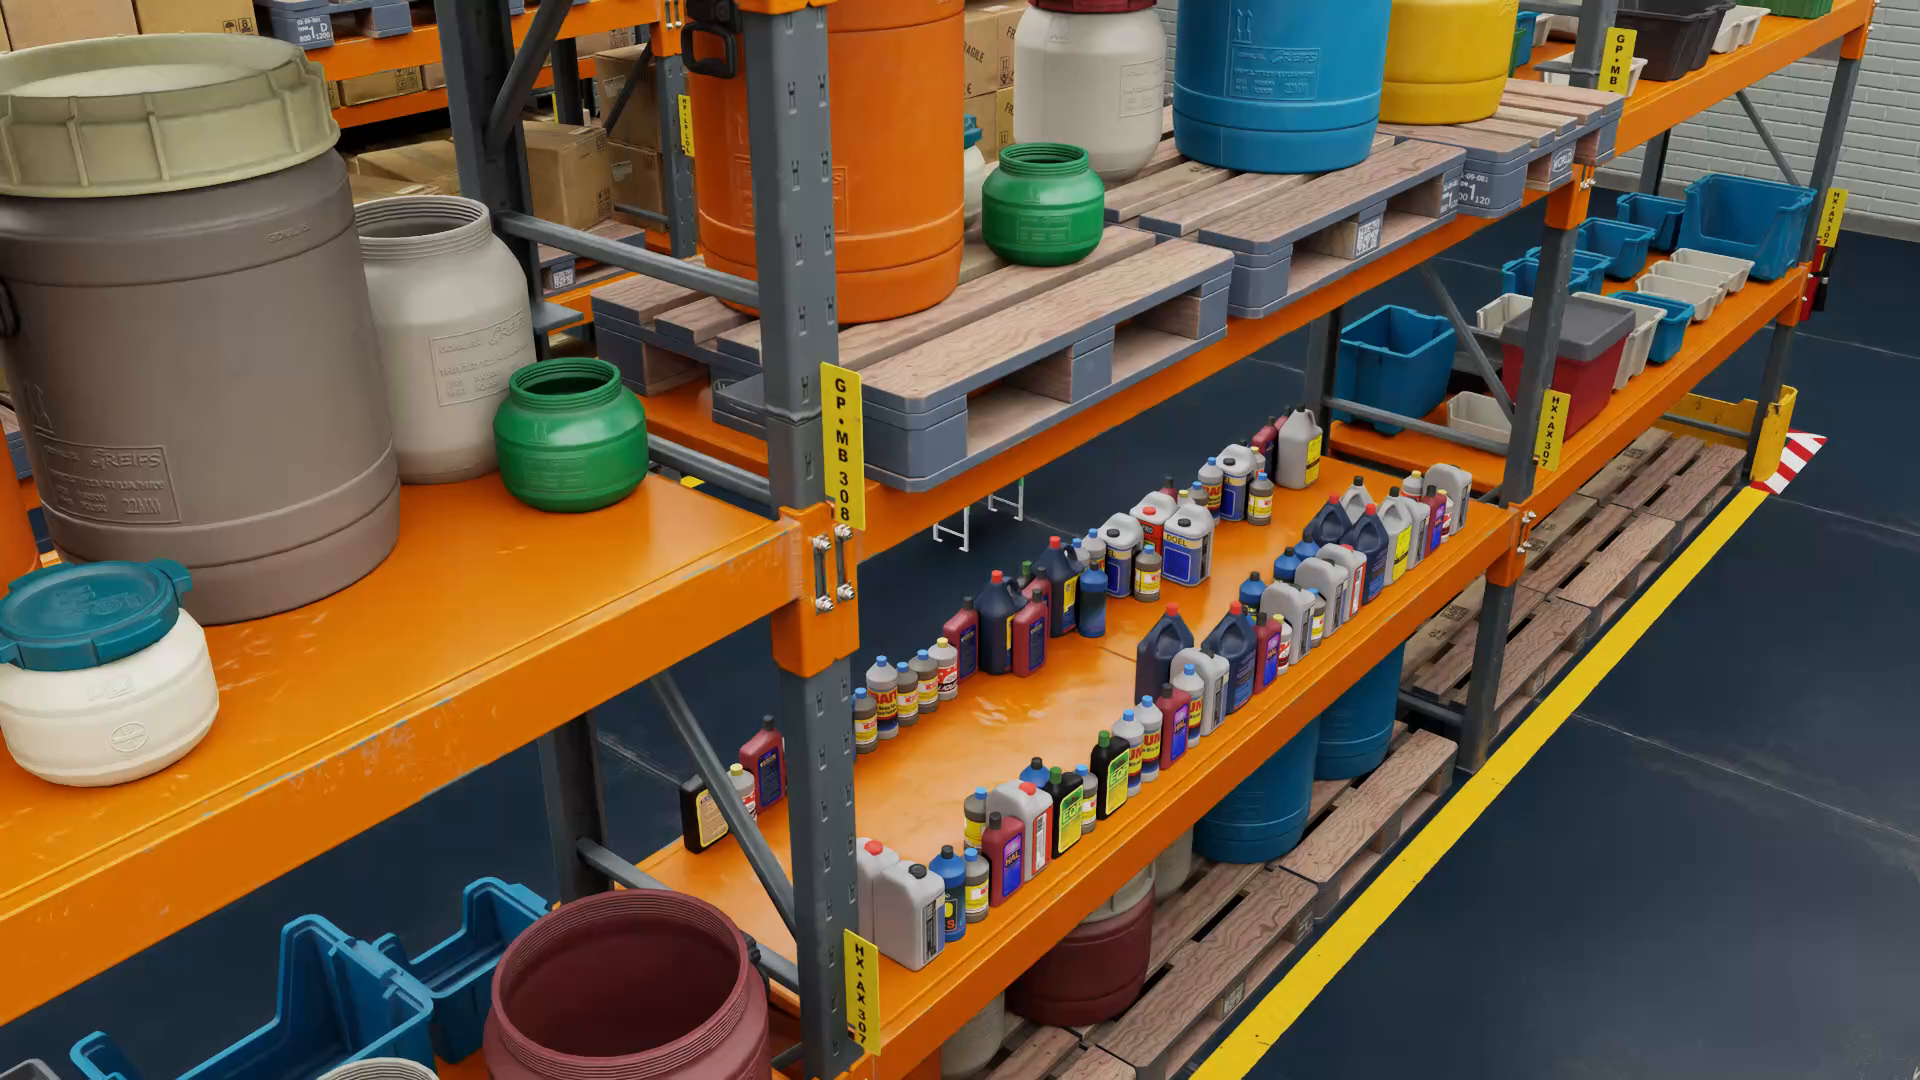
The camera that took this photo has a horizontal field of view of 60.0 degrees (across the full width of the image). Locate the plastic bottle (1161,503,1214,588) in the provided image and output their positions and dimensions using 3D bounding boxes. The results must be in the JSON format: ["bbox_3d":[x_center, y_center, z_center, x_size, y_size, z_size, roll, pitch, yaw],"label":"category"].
[{"bbox_3d":[0.832,0.014,6.094,0.152,0.276,0.135,21,34,34],"label":"plastic bottle"}]

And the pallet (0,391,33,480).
[{"bbox_3d":[-4.095,-0.673,7.496,1.213,0.211,1.003,21,34,34],"label":"pallet"}]

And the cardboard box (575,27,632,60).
[{"bbox_3d":[-3.525,-4.730,14.802,0.980,0.700,0.700,23,35,37],"label":"cardboard box"}]

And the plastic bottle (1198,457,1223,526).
[{"bbox_3d":[0.976,-0.194,6.501,0.097,0.271,0.097,0,27,0],"label":"plastic bottle"}]

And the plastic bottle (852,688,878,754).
[{"bbox_3d":[-0.304,0.550,5.138,0.097,0.201,0.097,0,27,0],"label":"plastic bottle"}]

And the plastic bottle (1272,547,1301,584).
[{"bbox_3d":[1.144,0.151,5.834,0.097,0.271,0.097,0,27,0],"label":"plastic bottle"}]

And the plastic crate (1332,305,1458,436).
[{"bbox_3d":[1.926,-0.752,7.391,0.392,0.384,0.575,21,34,34],"label":"plastic crate"}]

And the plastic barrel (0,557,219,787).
[{"bbox_3d":[-1.281,0.199,2.486,0.301,0.262,0.301,0,27,0],"label":"plastic barrel"}]

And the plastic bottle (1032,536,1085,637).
[{"bbox_3d":[0.339,0.143,5.763,0.144,0.351,0.185,21,34,34],"label":"plastic bottle"}]

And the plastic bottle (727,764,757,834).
[{"bbox_3d":[-0.637,0.736,4.779,0.097,0.201,0.097,0,27,0],"label":"plastic bottle"}]

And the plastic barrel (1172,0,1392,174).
[{"bbox_3d":[0.925,-1.559,4.731,0.600,0.901,0.708,21,34,34],"label":"plastic barrel"}]

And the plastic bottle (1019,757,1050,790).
[{"bbox_3d":[0.215,0.734,4.706,0.097,0.271,0.097,0,27,0],"label":"plastic bottle"}]

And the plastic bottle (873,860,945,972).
[{"bbox_3d":[-0.128,0.947,4.289,0.152,0.276,0.135,21,34,34],"label":"plastic bottle"}]

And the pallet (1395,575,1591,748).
[{"bbox_3d":[2.330,0.500,8.055,1.003,0.211,1.213,21,34,34],"label":"pallet"}]

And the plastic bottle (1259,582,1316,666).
[{"bbox_3d":[1.105,0.261,5.617,0.152,0.276,0.135,21,34,34],"label":"plastic bottle"}]

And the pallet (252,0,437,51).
[{"bbox_3d":[-3.054,-2.585,7.923,1.213,0.211,1.003,21,34,34],"label":"pallet"}]

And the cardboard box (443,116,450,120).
[{"bbox_3d":[-4.294,-3.612,14.524,0.380,0.149,0.250,21,34,35],"label":"cardboard box"}]

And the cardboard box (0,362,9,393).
[{"bbox_3d":[-4.158,-0.985,7.323,0.700,0.500,0.500,10,29,18],"label":"cardboard box"}]

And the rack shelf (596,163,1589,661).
[{"bbox_3d":[0.620,-0.771,4.993,1.077,0.370,4.000,21,34,34],"label":"rack shelf"}]

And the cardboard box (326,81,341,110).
[{"bbox_3d":[-5.395,-3.683,12.779,0.980,0.700,0.700,21,34,35],"label":"cardboard box"}]

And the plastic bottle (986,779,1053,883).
[{"bbox_3d":[0.167,0.783,4.606,0.152,0.276,0.135,21,34,34],"label":"plastic bottle"}]

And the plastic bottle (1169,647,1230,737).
[{"bbox_3d":[0.755,0.456,5.240,0.152,0.276,0.135,21,34,34],"label":"plastic bottle"}]

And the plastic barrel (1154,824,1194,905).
[{"bbox_3d":[0.654,1.065,6.178,0.421,0.512,0.421,0,27,0],"label":"plastic barrel"}]

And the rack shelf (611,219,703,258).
[{"bbox_3d":[-0.656,-2.306,11.225,1.077,0.370,4.000,21,34,34],"label":"rack shelf"}]

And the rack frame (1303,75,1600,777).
[{"bbox_3d":[1.892,-0.467,6.888,1.000,3.000,0.127,21,34,34],"label":"rack frame"}]

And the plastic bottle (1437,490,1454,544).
[{"bbox_3d":[1.838,-0.095,6.386,0.097,0.201,0.097,0,27,0],"label":"plastic bottle"}]

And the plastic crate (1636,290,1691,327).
[{"bbox_3d":[3.530,-1.138,8.407,0.298,0.136,0.250,21,34,34],"label":"plastic crate"}]

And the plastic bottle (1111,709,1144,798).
[{"bbox_3d":[0.493,0.623,4.921,0.097,0.271,0.097,0,27,0],"label":"plastic bottle"}]

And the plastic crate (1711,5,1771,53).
[{"bbox_3d":[3.313,-2.295,7.445,0.437,0.136,0.530,21,34,34],"label":"plastic crate"}]

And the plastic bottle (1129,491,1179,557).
[{"bbox_3d":[0.715,-0.031,6.180,0.152,0.276,0.135,21,34,34],"label":"plastic bottle"}]

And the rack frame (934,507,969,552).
[{"bbox_3d":[-0.050,-0.505,8.921,0.240,1.200,0.015,21,34,34],"label":"rack frame"}]

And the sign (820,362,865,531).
[{"bbox_3d":[-0.223,-0.176,3.176,0.100,0.325,0.005,21,34,34],"label":"sign"}]

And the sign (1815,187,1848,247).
[{"bbox_3d":[4.871,-1.803,9.292,0.100,0.325,0.005,21,34,34],"label":"sign"}]

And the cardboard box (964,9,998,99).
[{"bbox_3d":[-0.101,-3.220,11.013,0.500,0.500,0.500,22,34,36],"label":"cardboard box"}]

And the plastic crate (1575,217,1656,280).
[{"bbox_3d":[3.607,-1.613,9.220,0.416,0.233,0.300,21,34,34],"label":"plastic crate"}]

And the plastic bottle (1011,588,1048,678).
[{"bbox_3d":[0.232,0.306,5.520,0.061,0.283,0.133,21,34,34],"label":"plastic bottle"}]

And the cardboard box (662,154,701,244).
[{"bbox_3d":[-1.393,-2.061,9.861,0.500,0.500,0.500,22,34,36],"label":"cardboard box"}]

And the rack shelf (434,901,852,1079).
[{"bbox_3d":[-1.924,1.980,2.941,1.077,0.370,4.000,21,34,34],"label":"rack shelf"}]

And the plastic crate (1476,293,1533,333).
[{"bbox_3d":[2.768,-1.082,8.298,0.293,0.136,0.466,21,34,34],"label":"plastic crate"}]

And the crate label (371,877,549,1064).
[{"bbox_3d":[-1.209,1.065,4.108,0.303,0.233,0.416,21,34,34],"label":"crate label"}]

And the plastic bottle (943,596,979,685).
[{"bbox_3d":[0.003,0.330,5.475,0.061,0.283,0.133,21,34,34],"label":"plastic bottle"}]

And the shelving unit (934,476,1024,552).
[{"bbox_3d":[0.105,-0.592,9.088,0.258,1.200,0.503,21,34,34],"label":"shelving unit"}]

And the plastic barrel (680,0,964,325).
[{"bbox_3d":[-0.289,-0.959,3.650,0.600,0.830,0.708,21,34,34],"label":"plastic barrel"}]

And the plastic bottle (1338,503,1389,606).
[{"bbox_3d":[1.442,0.042,5.958,0.144,0.351,0.185,21,34,34],"label":"plastic bottle"}]

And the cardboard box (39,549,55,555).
[{"bbox_3d":[-3.962,0.339,7.571,0.500,0.500,0.500,22,35,36],"label":"cardboard box"}]

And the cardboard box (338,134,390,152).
[{"bbox_3d":[-4.942,-3.250,13.825,0.380,0.149,0.250,20,33,33],"label":"cardboard box"}]

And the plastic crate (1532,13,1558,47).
[{"bbox_3d":[2.407,-2.244,7.346,0.293,0.136,0.466,21,34,34],"label":"plastic crate"}]

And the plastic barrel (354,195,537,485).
[{"bbox_3d":[-1.086,-0.410,3.392,0.421,0.512,0.421,0,27,0],"label":"plastic barrel"}]

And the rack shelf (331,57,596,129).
[{"bbox_3d":[-4.480,-3.752,14.021,1.077,0.370,4.000,21,34,34],"label":"rack shelf"}]

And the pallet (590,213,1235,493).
[{"bbox_3d":[-0.090,-0.540,3.970,1.003,0.211,1.213,21,34,34],"label":"pallet"}]

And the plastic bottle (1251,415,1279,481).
[{"bbox_3d":[1.245,-0.363,6.813,0.061,0.283,0.133,21,34,34],"label":"plastic bottle"}]

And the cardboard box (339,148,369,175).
[{"bbox_3d":[-4.839,-3.030,13.400,0.380,0.149,0.250,22,35,36],"label":"cardboard box"}]
